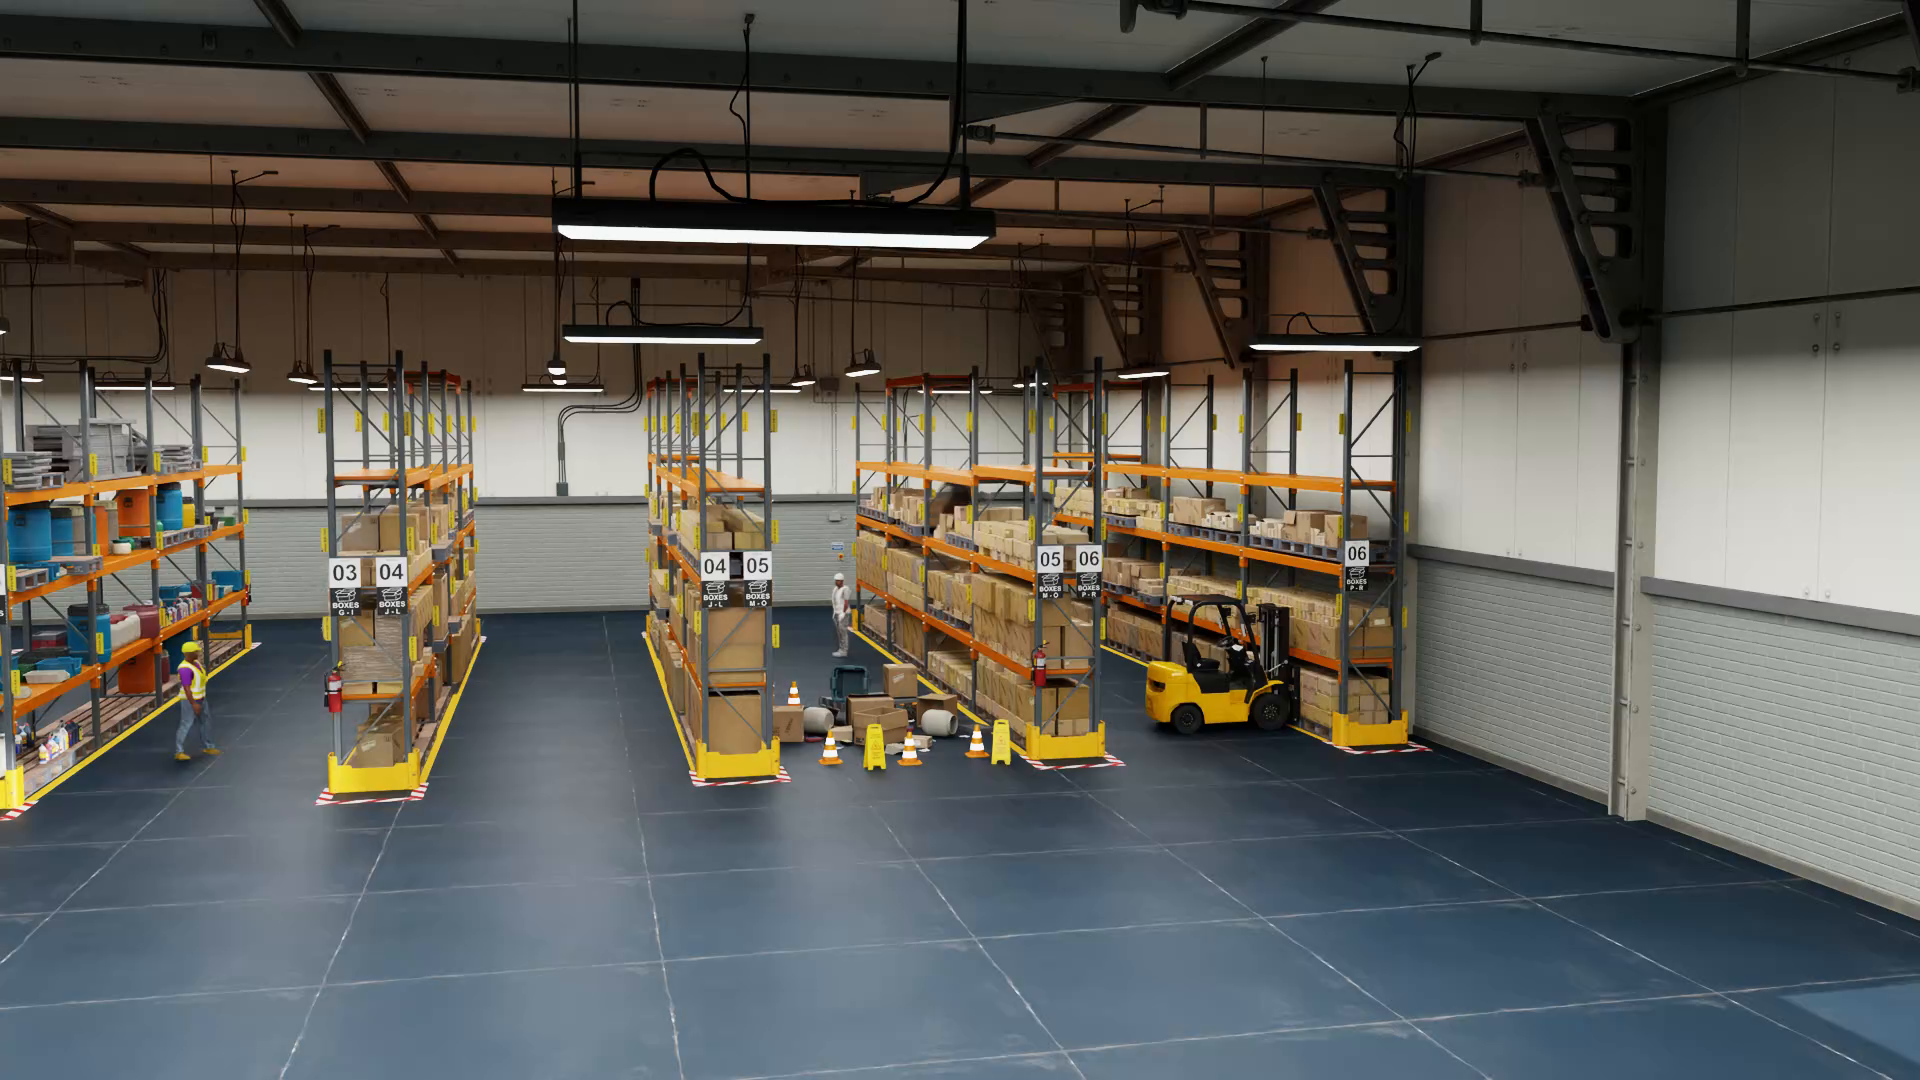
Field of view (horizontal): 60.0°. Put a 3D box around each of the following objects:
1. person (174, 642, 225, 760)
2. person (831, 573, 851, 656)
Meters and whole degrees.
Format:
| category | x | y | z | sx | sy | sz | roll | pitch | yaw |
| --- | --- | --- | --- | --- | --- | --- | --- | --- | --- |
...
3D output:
| category | x | y | z | sx | sy | sz | roll | pitch | yaw |
| --- | --- | --- | --- | --- | --- | --- | --- | --- | --- |
| person | -11.455 | 2.403 | 24.913 | 0.541 | 1.792 | 0.714 | 0 | 4 | 1 |
| person | -2.592 | 1.607 | 35.836 | 0.440 | 1.793 | 0.570 | -2 | 5 | -31 |
